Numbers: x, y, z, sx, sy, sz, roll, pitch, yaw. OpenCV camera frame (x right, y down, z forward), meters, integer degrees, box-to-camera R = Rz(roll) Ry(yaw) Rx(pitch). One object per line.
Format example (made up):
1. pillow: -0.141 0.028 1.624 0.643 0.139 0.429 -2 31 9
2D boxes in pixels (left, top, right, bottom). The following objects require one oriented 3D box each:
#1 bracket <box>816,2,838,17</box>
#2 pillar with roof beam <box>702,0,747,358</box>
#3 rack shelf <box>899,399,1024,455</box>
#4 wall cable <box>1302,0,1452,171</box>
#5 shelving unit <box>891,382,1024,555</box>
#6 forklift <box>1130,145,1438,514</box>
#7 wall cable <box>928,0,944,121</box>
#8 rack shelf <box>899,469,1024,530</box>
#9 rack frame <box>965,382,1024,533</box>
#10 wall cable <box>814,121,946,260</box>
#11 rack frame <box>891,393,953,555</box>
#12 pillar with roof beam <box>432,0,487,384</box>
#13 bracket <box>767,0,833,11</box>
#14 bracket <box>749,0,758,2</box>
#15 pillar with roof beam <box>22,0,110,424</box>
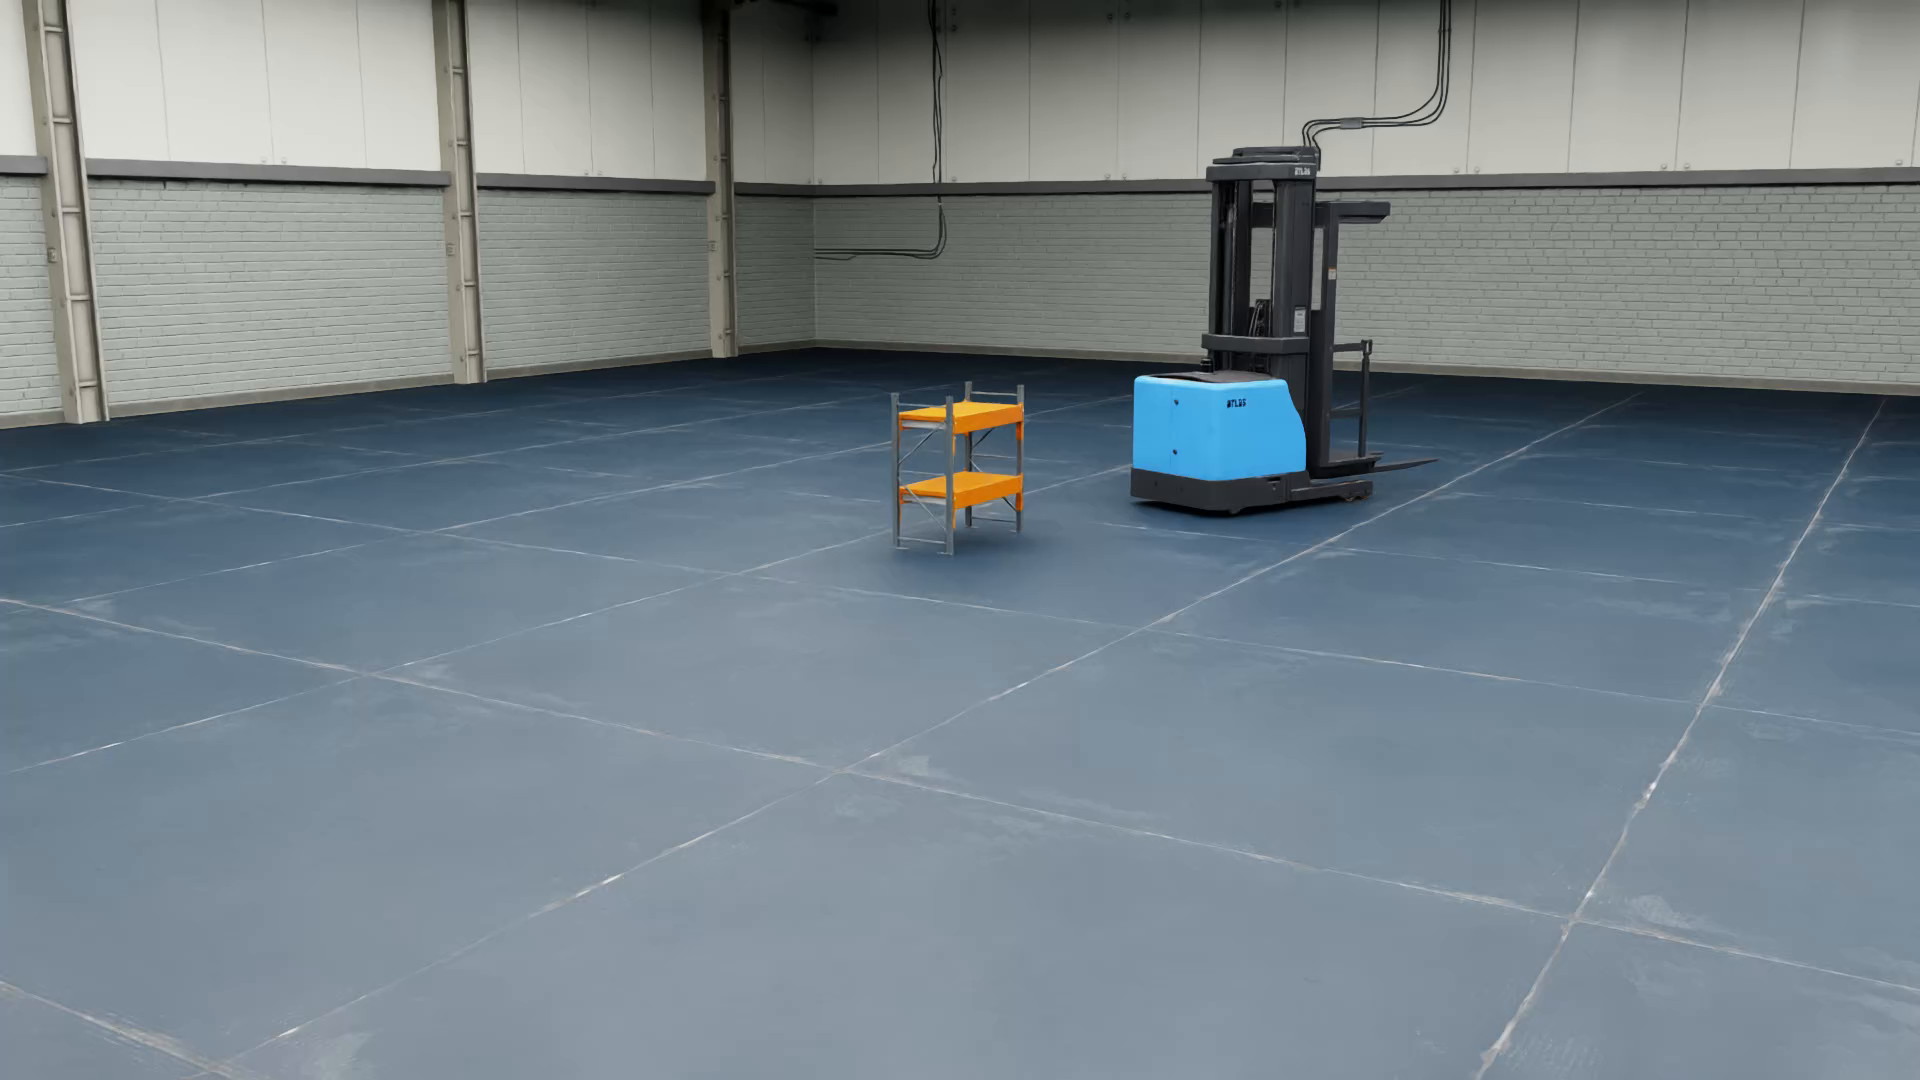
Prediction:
1. bracket: -2.501 -9.905 31.039 0.235 0.232 0.430 6 12 31
2. pillar with roof beam: -0.571 -7.320 27.015 9.100 9.000 0.548 6 12 31
3. rack shelf: -0.004 -0.840 12.206 0.538 0.278 1.000 6 12 31
4. wall cable: 6.515 -8.831 25.841 2.305 6.003 0.169 6 12 31
5. shelving unit: -0.004 -0.552 12.259 0.538 1.125 1.048 6 12 31
6. forklift: 2.920 -1.838 14.219 3.031 2.935 1.130 -8 13 -36
7. wall cable: 0.721 -8.766 29.453 3.097 2.526 0.112 6 12 31
8. rack shelf: -0.004 -0.311 12.304 0.538 0.278 1.000 6 12 31
9. rack frame: 0.260 -0.632 12.687 0.500 1.125 0.032 6 12 31
10. wall cable: -1.591 -6.542 31.298 3.097 2.526 0.112 6 12 31
11. rack frame: -0.267 -0.472 11.832 0.500 1.125 0.032 6 12 31
12. pillar with roof beam: -3.686 -6.377 21.975 9.100 9.000 0.400 6 12 31
13. bracket: -2.808 -9.812 30.543 0.076 0.066 3.189 6 12 31
14. bracket: -3.732 -9.532 29.048 0.235 0.232 0.430 6 12 31
15. pillar with roof beam: -6.801 -5.433 16.934 9.100 9.000 0.400 6 12 31
